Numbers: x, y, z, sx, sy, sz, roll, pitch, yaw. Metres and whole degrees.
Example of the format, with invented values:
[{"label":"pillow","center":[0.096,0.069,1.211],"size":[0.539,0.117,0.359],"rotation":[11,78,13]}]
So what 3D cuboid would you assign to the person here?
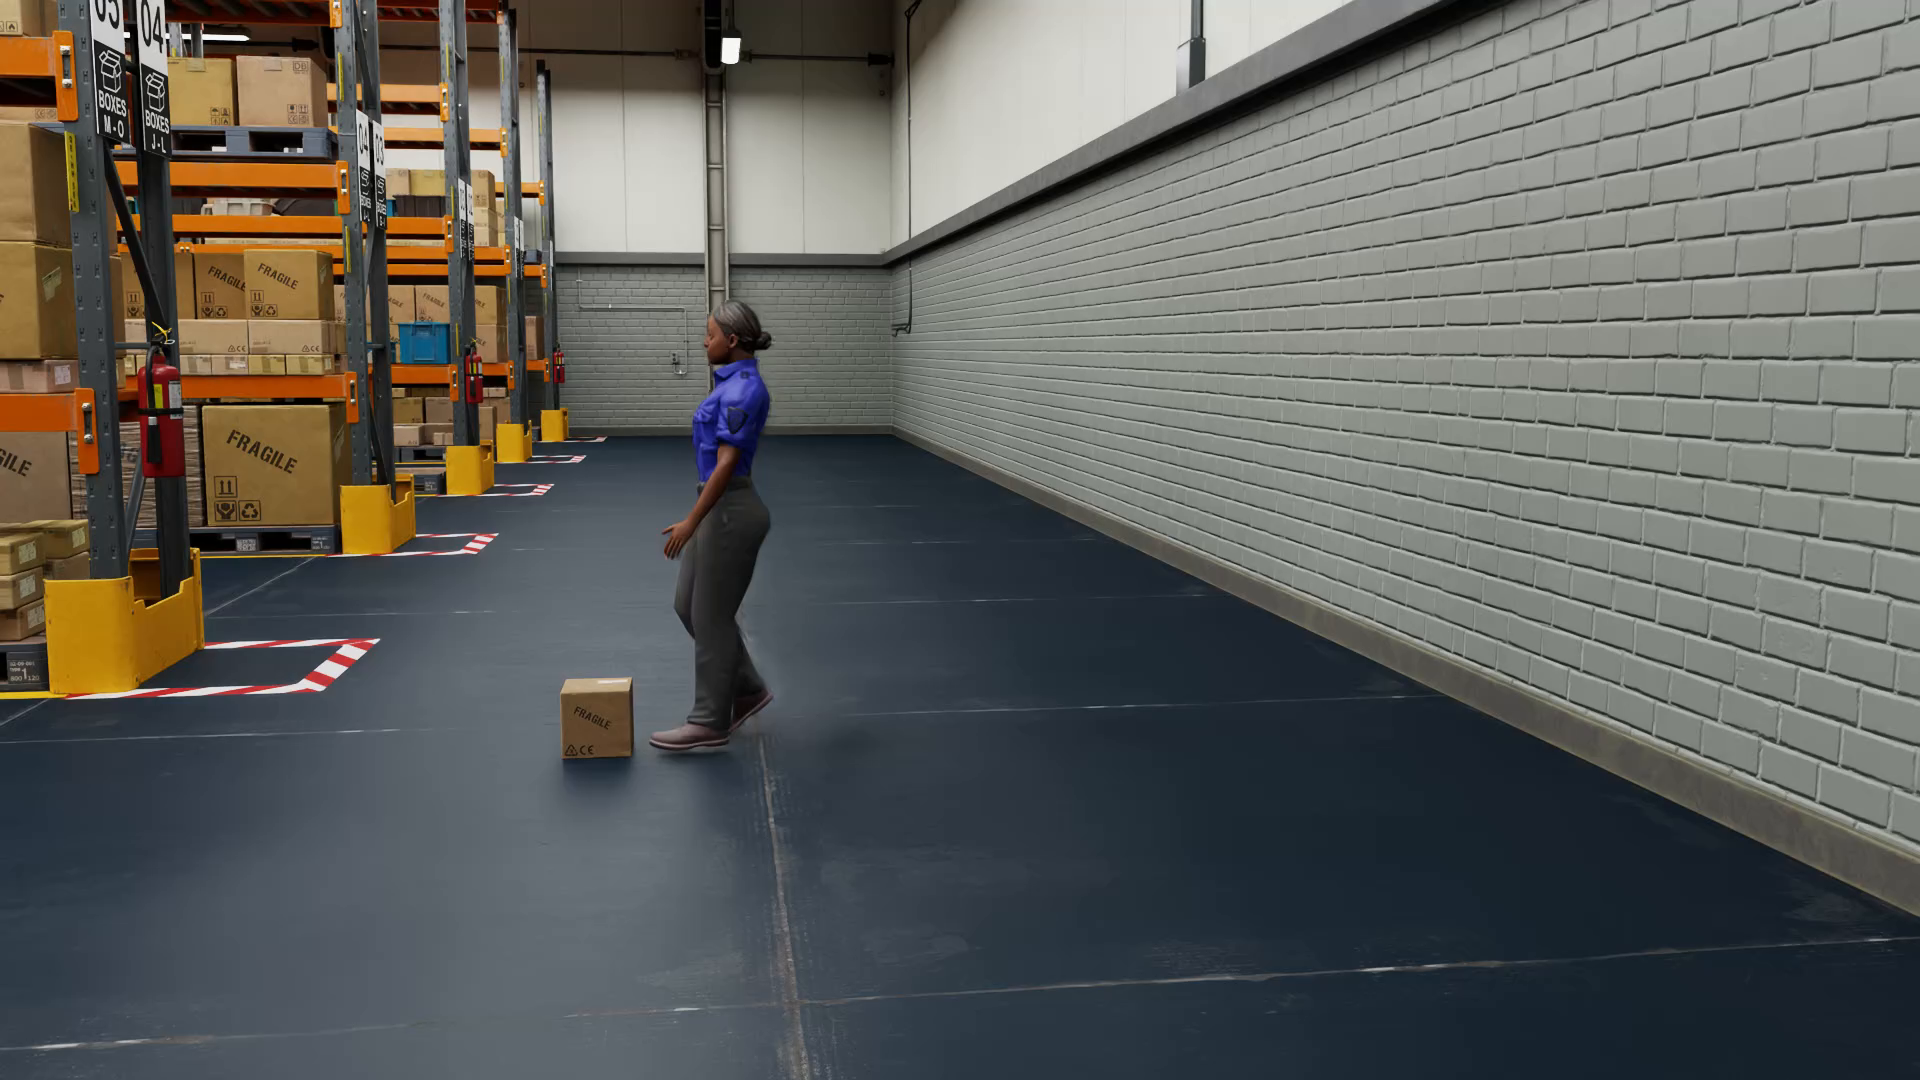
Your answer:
[{"label":"person","center":[-0.932,-0.041,6.199],"size":[0.476,1.688,0.470],"rotation":[-1,7,-11]}]
